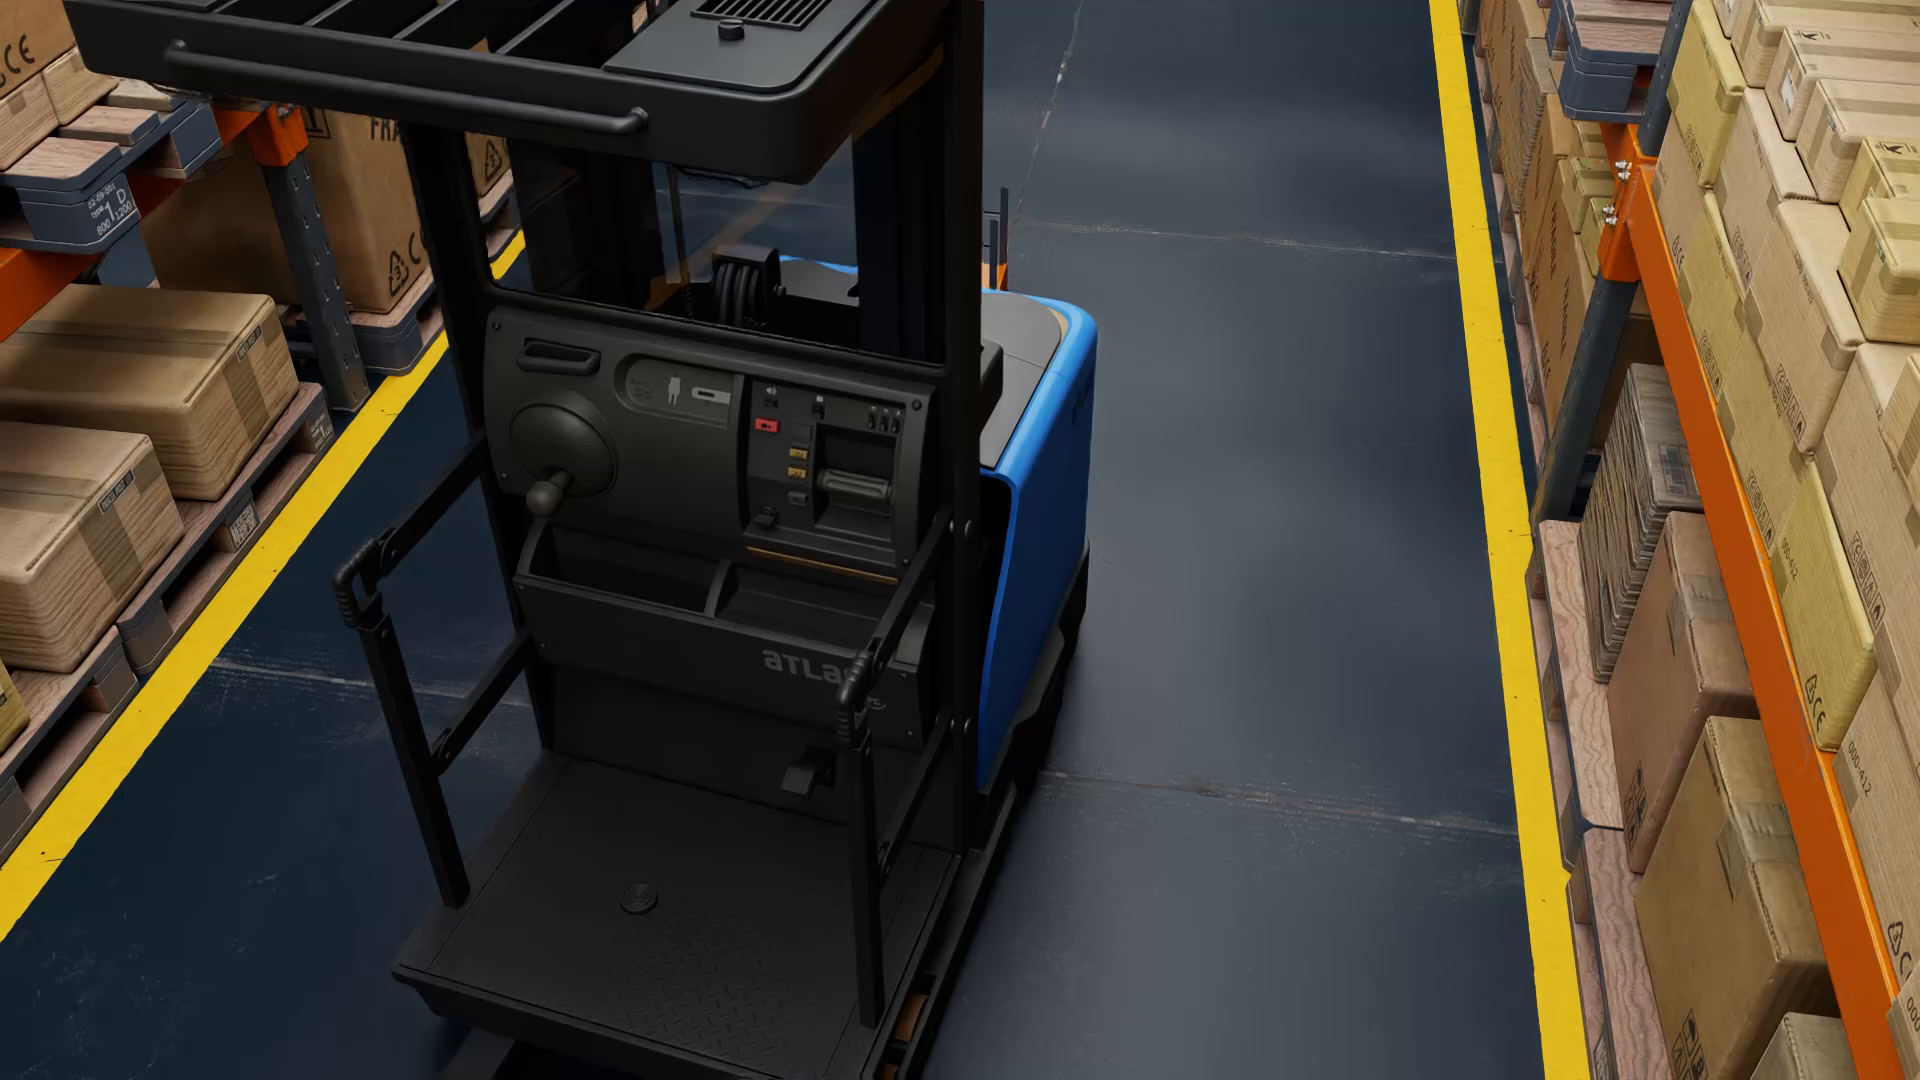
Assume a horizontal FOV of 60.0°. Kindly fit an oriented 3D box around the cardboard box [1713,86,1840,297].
[{"bbox_3d":[1.905,-0.708,3.478,0.500,0.250,0.500,8,40,9],"label":"cardboard box"}]

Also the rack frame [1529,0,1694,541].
[{"bbox_3d":[2.310,-1.139,4.273,1.000,3.000,0.127,6,40,8],"label":"rack frame"}]

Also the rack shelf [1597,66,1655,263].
[{"bbox_3d":[2.656,-2.117,6.021,1.077,0.370,4.000,6,40,8],"label":"rack shelf"}]

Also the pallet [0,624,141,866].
[{"bbox_3d":[-2.930,0.645,4.305,1.003,0.211,1.213,6,40,8],"label":"pallet"}]

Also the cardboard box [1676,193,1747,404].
[{"bbox_3d":[1.901,-0.514,3.636,0.500,0.250,0.500,6,40,7],"label":"cardboard box"}]

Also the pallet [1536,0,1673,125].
[{"bbox_3d":[2.358,-1.498,4.858,1.213,0.211,1.003,6,40,8],"label":"pallet"}]

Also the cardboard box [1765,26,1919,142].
[{"bbox_3d":[1.901,-0.928,3.431,0.380,0.149,0.250,7,40,9],"label":"cardboard box"}]

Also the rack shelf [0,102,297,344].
[{"bbox_3d":[-2.926,-0.151,3.644,1.077,0.370,4.000,6,40,8],"label":"rack shelf"}]

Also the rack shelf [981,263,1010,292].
[{"bbox_3d":[-0.003,-0.697,4.656,0.258,0.103,0.180,6,40,8],"label":"rack shelf"}]

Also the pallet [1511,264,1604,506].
[{"bbox_3d":[2.476,-0.528,5.724,1.003,0.211,1.213,6,40,8],"label":"pallet"}]

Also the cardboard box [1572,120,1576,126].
[{"bbox_3d":[2.385,-1.577,5.927,0.380,0.149,0.250,6,40,7],"label":"cardboard box"}]

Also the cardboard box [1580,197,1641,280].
[{"bbox_3d":[2.146,-0.925,5.138,0.380,0.149,0.250,5,40,5],"label":"cardboard box"}]

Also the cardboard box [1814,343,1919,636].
[{"bbox_3d":[1.733,-0.058,2.692,0.500,0.250,0.500,7,40,8],"label":"cardboard box"}]

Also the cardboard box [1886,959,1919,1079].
[{"bbox_3d":[1.529,0.768,2.085,0.500,0.250,0.500,6,40,7],"label":"cardboard box"}]

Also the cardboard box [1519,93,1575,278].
[{"bbox_3d":[2.356,-1.268,6.062,0.500,0.500,0.500,8,40,10],"label":"cardboard box"}]

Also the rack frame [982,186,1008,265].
[{"bbox_3d":[0.013,-0.511,4.926,0.240,1.200,0.006,6,40,8],"label":"rack frame"}]

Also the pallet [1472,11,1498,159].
[{"bbox_3d":[2.899,-2.060,7.576,1.003,0.211,1.213,6,40,8],"label":"pallet"}]

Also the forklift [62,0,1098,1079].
[{"bbox_3d":[-0.571,-0.113,3.086,1.130,2.935,3.031,12,41,14],"label":"forklift"}]

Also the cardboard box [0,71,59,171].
[{"bbox_3d":[-2.430,-1.021,3.998,0.380,0.149,0.250,5,40,6],"label":"cardboard box"}]

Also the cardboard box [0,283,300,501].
[{"bbox_3d":[-2.687,-0.479,5.208,0.950,0.372,0.625,4,40,5],"label":"cardboard box"}]

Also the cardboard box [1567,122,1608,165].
[{"bbox_3d":[2.252,-1.260,5.543,0.380,0.149,0.250,5,40,6],"label":"cardboard box"}]

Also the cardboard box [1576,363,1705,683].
[{"bbox_3d":[2.189,0.005,4.425,0.875,0.625,0.625,8,40,9],"label":"cardboard box"}]

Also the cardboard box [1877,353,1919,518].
[{"bbox_3d":[1.620,-0.136,2.473,0.380,0.149,0.250,5,40,6],"label":"cardboard box"}]

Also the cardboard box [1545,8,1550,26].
[{"bbox_3d":[2.514,-2.075,6.529,0.380,0.149,0.250,8,40,9],"label":"cardboard box"}]

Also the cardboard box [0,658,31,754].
[{"bbox_3d":[-2.944,0.460,4.072,0.950,0.372,0.625,8,40,9],"label":"cardboard box"}]

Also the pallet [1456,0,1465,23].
[{"bbox_3d":[3.122,-3.005,8.719,1.003,0.211,1.213,6,40,8],"label":"pallet"}]

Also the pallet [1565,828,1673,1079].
[{"bbox_3d":[1.916,1.212,3.619,1.003,0.211,1.213,6,40,8],"label":"pallet"}]

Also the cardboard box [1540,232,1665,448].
[{"bbox_3d":[2.171,-0.626,5.286,0.500,0.500,0.500,7,40,9],"label":"cardboard box"}]

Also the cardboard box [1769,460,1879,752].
[{"bbox_3d":[1.727,0.135,2.850,0.500,0.250,0.500,8,40,9],"label":"cardboard box"}]

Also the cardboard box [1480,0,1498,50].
[{"bbox_3d":[2.697,-2.569,7.635,0.500,0.500,0.500,8,40,10],"label":"cardboard box"}]

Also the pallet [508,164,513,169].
[{"bbox_3d":[-2.155,-1.859,7.333,1.003,0.211,1.213,6,40,8],"label":"pallet"}]

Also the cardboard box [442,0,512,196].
[{"bbox_3d":[-2.220,-2.010,6.665,0.875,0.875,0.875,7,40,8],"label":"cardboard box"}]

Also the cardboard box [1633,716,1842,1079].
[{"bbox_3d":[1.967,0.838,3.416,0.875,0.625,0.625,5,40,6],"label":"cardboard box"}]

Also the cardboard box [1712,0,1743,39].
[{"bbox_3d":[1.965,-1.260,3.832,0.380,0.149,0.250,8,40,9],"label":"cardboard box"}]

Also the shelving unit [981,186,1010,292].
[{"bbox_3d":[-0.003,-0.453,4.857,0.258,1.200,0.189,6,40,8],"label":"shelving unit"}]

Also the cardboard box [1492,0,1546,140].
[{"bbox_3d":[2.524,-1.921,6.851,0.500,0.500,0.500,5,40,6],"label":"cardboard box"}]

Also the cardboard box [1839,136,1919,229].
[{"bbox_3d":[1.854,-0.602,3.036,0.380,0.149,0.250,7,40,8],"label":"cardboard box"}]
